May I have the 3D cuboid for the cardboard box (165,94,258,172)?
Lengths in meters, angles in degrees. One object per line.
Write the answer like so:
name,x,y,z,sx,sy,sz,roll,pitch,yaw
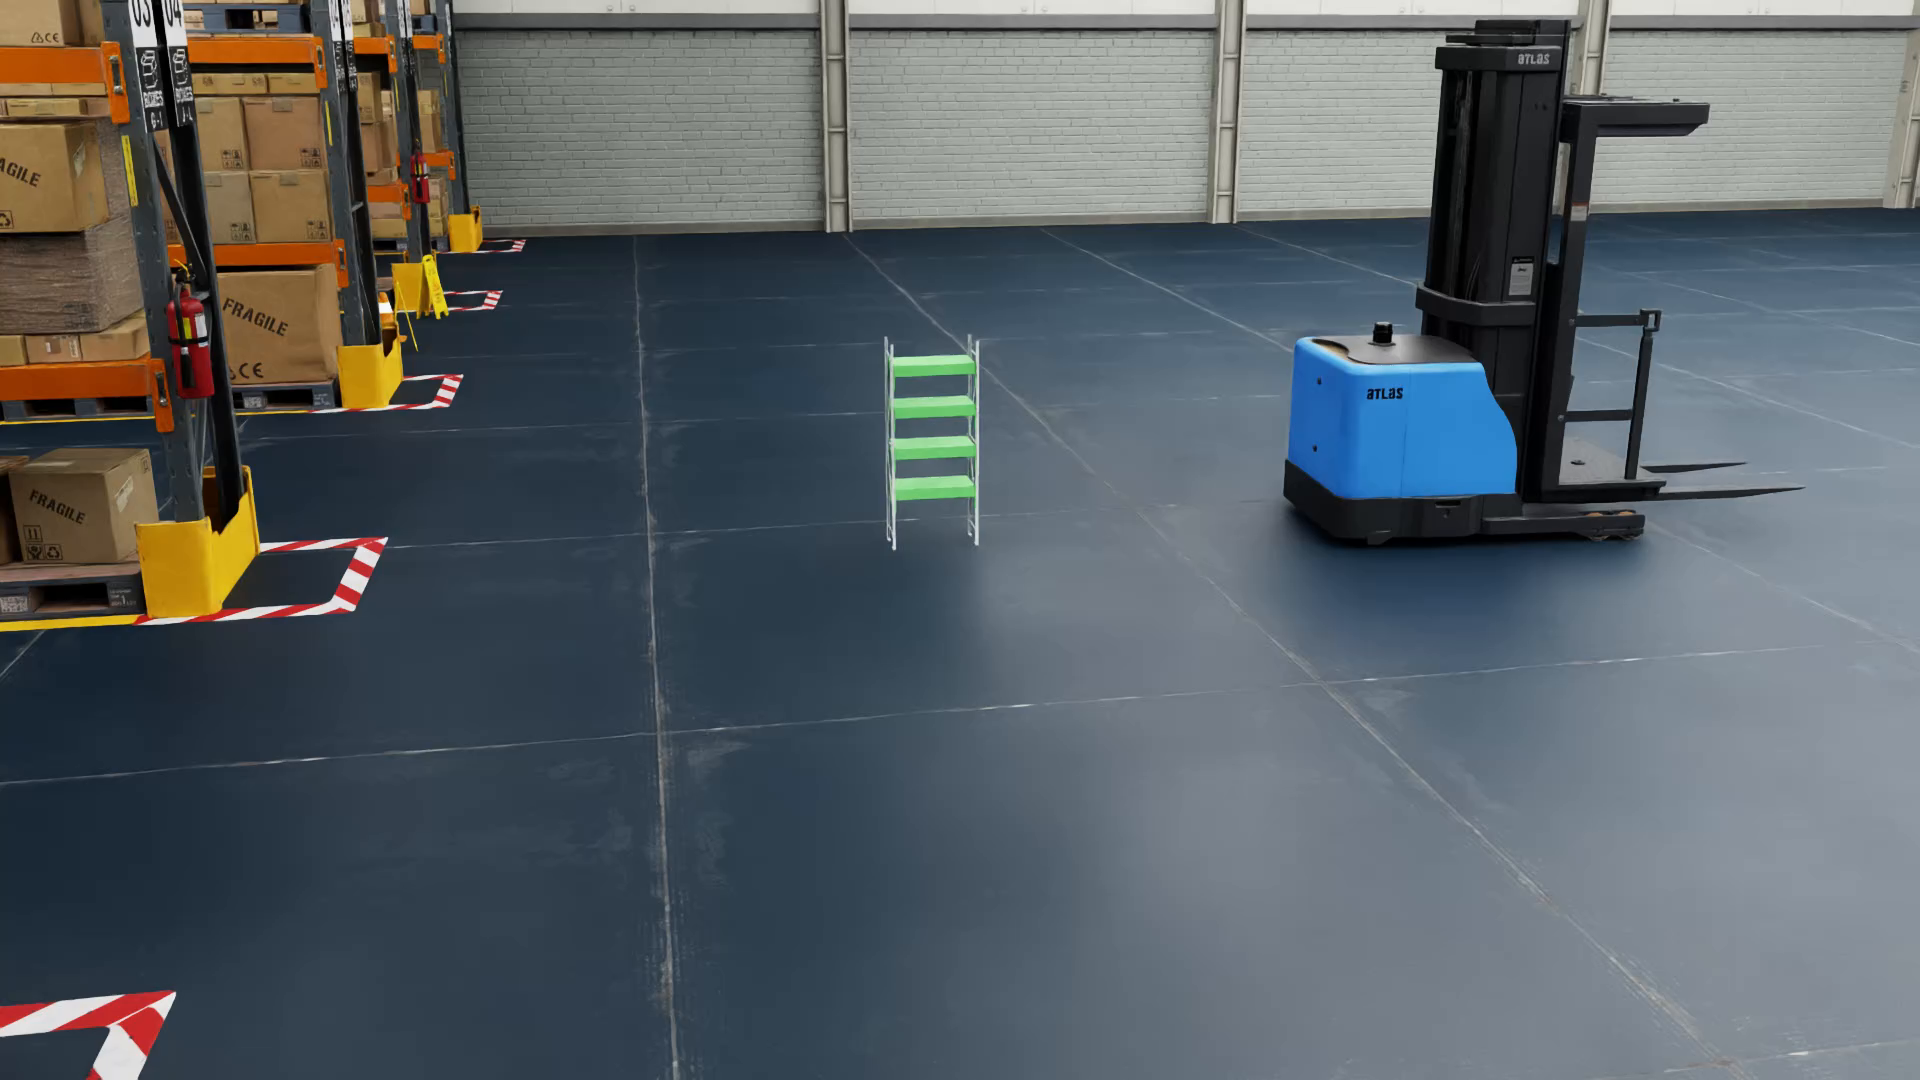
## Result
cardboard box,-5.766,-3.167,12.920,0.550,0.550,0.875,-3,17,-10

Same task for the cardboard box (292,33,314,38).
cardboard box,-6.713,-5.252,17.123,0.250,0.149,0.380,-3,17,-9

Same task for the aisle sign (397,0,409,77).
aisle sign,-5.794,-5.230,17.303,0.004,0.787,0.394,-3,17,-10

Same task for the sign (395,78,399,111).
sign,-5.825,-4.611,17.205,0.005,0.325,0.100,-3,17,-10

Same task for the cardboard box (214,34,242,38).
cardboard box,-7.470,-5.218,17.009,0.250,0.149,0.380,-4,17,-12

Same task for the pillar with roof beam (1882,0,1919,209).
pillar with roof beam,16.671,-8.683,22.754,0.400,9.000,9.100,-3,17,-10

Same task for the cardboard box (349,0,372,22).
cardboard box,-6.361,-5.466,17.138,0.500,0.250,0.500,-3,17,-11

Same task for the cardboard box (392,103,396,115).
cardboard box,-7.388,-5.733,22.094,0.250,0.149,0.380,-3,17,-10

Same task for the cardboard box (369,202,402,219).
cardboard box,-7.768,-4.481,22.410,0.500,0.250,0.500,-3,17,-11

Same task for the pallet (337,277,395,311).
pallet,-6.789,-2.695,18.227,1.213,0.211,1.003,-3,17,-10

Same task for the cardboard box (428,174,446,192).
cardboard box,-7.363,-4.890,22.890,0.500,0.250,0.500,-4,17,-11

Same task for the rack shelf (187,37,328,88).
rack shelf,-6.836,-3.625,12.621,4.000,0.370,1.077,-3,17,-10

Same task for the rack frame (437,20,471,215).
rack frame,-6.855,-5.498,22.604,0.127,3.000,1.000,-3,17,-10

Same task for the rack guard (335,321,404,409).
rack guard,-4.848,-1.453,13.690,0.348,0.500,1.175,-3,17,-10

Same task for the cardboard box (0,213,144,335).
cardboard box,-4.575,-1.378,8.512,0.500,0.500,0.875,-3,17,-10

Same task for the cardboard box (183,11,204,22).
cardboard box,-7.859,-5.379,16.856,0.500,0.250,0.500,-3,17,-10

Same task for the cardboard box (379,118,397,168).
cardboard box,-6.428,-4.311,18.062,0.500,0.500,0.500,-4,17,-11

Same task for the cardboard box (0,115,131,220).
cardboard box,-4.622,-1.927,8.595,0.500,0.500,0.500,-3,17,-10

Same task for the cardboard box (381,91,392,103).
cardboard box,-7.655,-5.872,22.041,0.250,0.149,0.380,-3,17,-9

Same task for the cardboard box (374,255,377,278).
cardboard box,-6.755,-2.989,18.401,0.500,0.250,0.500,-3,17,-11

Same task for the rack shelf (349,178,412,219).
rack shelf,-7.874,-3.612,17.689,4.000,0.370,1.077,-3,17,-10

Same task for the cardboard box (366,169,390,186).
cardboard box,-6.237,-3.865,17.714,0.250,0.149,0.380,-3,17,-9

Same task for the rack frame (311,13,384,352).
rack frame,-4.872,-2.646,13.318,0.127,3.000,1.000,-3,17,-10

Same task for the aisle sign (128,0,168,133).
aisle sign,-3.912,-2.370,7.993,0.004,0.787,0.394,-3,17,-10

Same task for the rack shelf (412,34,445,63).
rack shelf,-8.819,-6.477,21.906,4.000,0.370,1.077,-3,17,-10

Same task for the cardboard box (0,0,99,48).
cardboard box,-4.455,-2.473,7.900,0.500,0.250,0.500,-3,17,-9

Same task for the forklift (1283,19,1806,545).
forklift,3.597,-1.546,9.853,3.031,2.935,1.130,-2,17,-7

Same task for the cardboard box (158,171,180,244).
cardboard box,-6.337,-2.652,13.082,0.550,0.550,0.875,-3,17,-10

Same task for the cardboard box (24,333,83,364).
cardboard box,-4.516,-1.001,8.391,0.250,0.149,0.380,-3,17,-10

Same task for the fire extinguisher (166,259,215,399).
fire extinguisher,-3.830,-1.047,8.244,0.183,0.674,0.296,-3,17,-10

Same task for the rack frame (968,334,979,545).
rack frame,0.077,-0.578,9.650,0.015,1.200,0.240,-3,17,-10

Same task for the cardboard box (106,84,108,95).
cardboard box,-8.361,-4.517,17.029,0.500,0.500,0.700,-4,17,-12

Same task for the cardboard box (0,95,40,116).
cardboard box,-7.356,-3.076,12.625,0.550,0.550,0.875,-3,17,-10

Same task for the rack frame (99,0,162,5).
rack frame,-4.030,-4.078,7.764,0.127,3.000,1.000,-3,17,-10

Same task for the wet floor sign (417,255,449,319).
wet floor sign,-5.521,-2.644,17.322,0.232,0.644,0.267,3,17,9

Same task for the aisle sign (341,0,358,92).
aisle sign,-4.859,-3.979,13.231,0.004,0.787,0.394,-3,17,-10

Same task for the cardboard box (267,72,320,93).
cardboard box,-6.869,-4.618,17.358,0.500,0.500,0.700,-3,17,-10

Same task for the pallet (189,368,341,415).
pallet,-5.642,-1.246,13.509,1.213,0.211,1.003,-3,17,-10

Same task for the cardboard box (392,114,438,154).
cardboard box,-7.289,-5.443,22.253,0.500,0.500,0.500,-4,17,-12

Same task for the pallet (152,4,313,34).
pallet,-5.598,-3.993,12.746,1.213,0.211,1.003,-3,17,-10

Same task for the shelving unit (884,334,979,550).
shelving unit,-0.163,-0.564,9.606,0.503,1.200,0.258,-3,17,-10

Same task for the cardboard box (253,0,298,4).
cardboard box,-5.134,-4.092,12.460,0.250,0.149,0.380,-3,17,-11

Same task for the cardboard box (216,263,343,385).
cardboard box,-5.525,-1.774,13.384,0.875,0.875,0.875,-3,17,-10

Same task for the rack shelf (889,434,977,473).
rack shelf,-0.163,-0.503,9.624,0.480,0.148,0.258,-3,17,-10

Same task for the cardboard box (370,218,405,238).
cardboard box,-7.747,-4.242,22.483,0.500,0.250,0.500,-3,17,-10

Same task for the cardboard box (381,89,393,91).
cardboard box,-7.746,-6.018,22.513,0.250,0.149,0.380,-3,17,-9
